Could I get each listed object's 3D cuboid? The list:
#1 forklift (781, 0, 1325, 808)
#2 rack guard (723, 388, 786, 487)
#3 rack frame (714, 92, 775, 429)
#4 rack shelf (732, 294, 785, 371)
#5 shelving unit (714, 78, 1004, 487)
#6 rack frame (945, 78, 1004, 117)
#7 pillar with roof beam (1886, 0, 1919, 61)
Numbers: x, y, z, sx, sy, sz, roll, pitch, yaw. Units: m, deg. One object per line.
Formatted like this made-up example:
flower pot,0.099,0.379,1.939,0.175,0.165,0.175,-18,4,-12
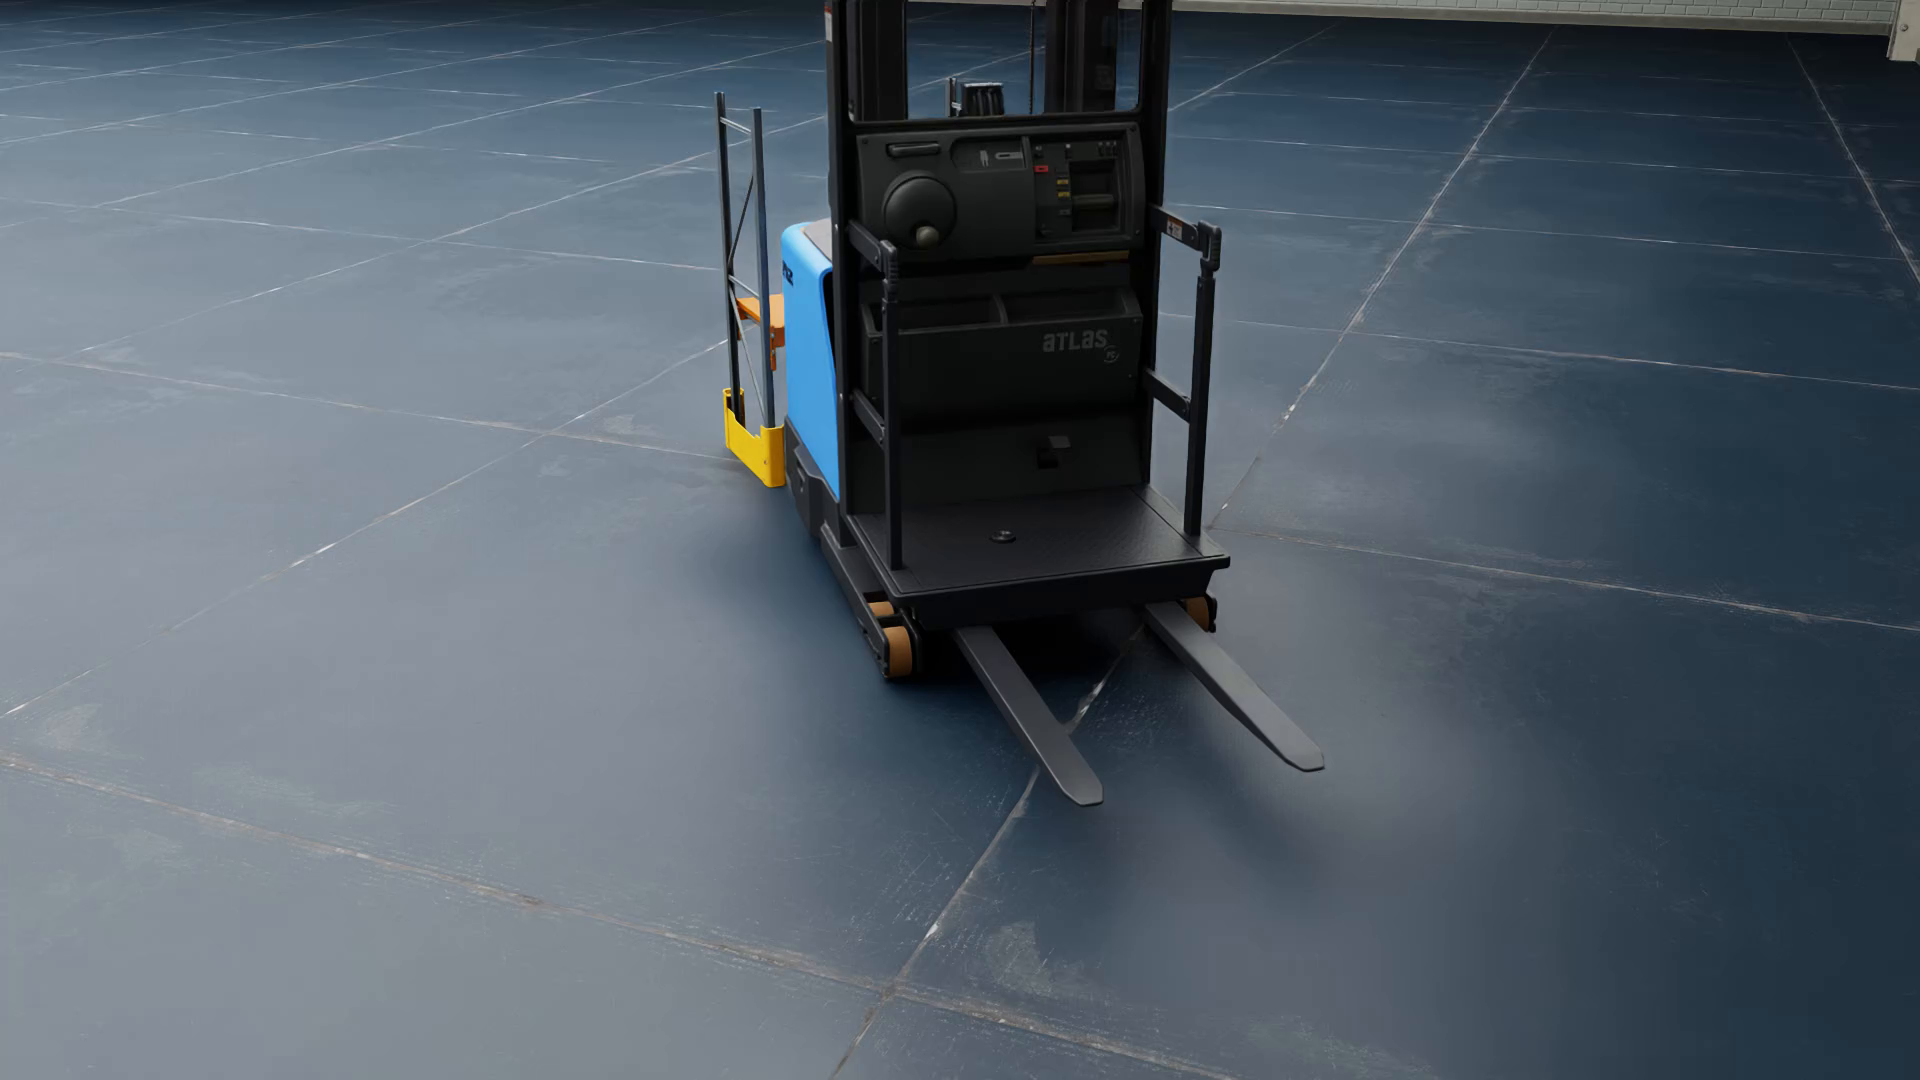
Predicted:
forklift,0.199,-1.087,5.050,1.130,2.935,3.031,-6,23,-15
rack guard,-0.864,-0.436,6.969,0.087,0.250,0.587,-10,25,-23
rack frame,-0.865,-1.012,6.728,0.032,1.500,0.500,-10,25,-23
rack shelf,-0.404,-0.929,6.995,1.000,0.185,0.538,-10,25,-23
shelving unit,-0.412,-1.094,6.922,1.083,1.500,0.587,-10,25,-23
rack frame,0.057,-1.178,7.124,0.032,1.500,0.500,-10,25,-23
pillar with roof beam,7.529,-10.655,20.084,9.100,9.000,0.400,9,24,20
